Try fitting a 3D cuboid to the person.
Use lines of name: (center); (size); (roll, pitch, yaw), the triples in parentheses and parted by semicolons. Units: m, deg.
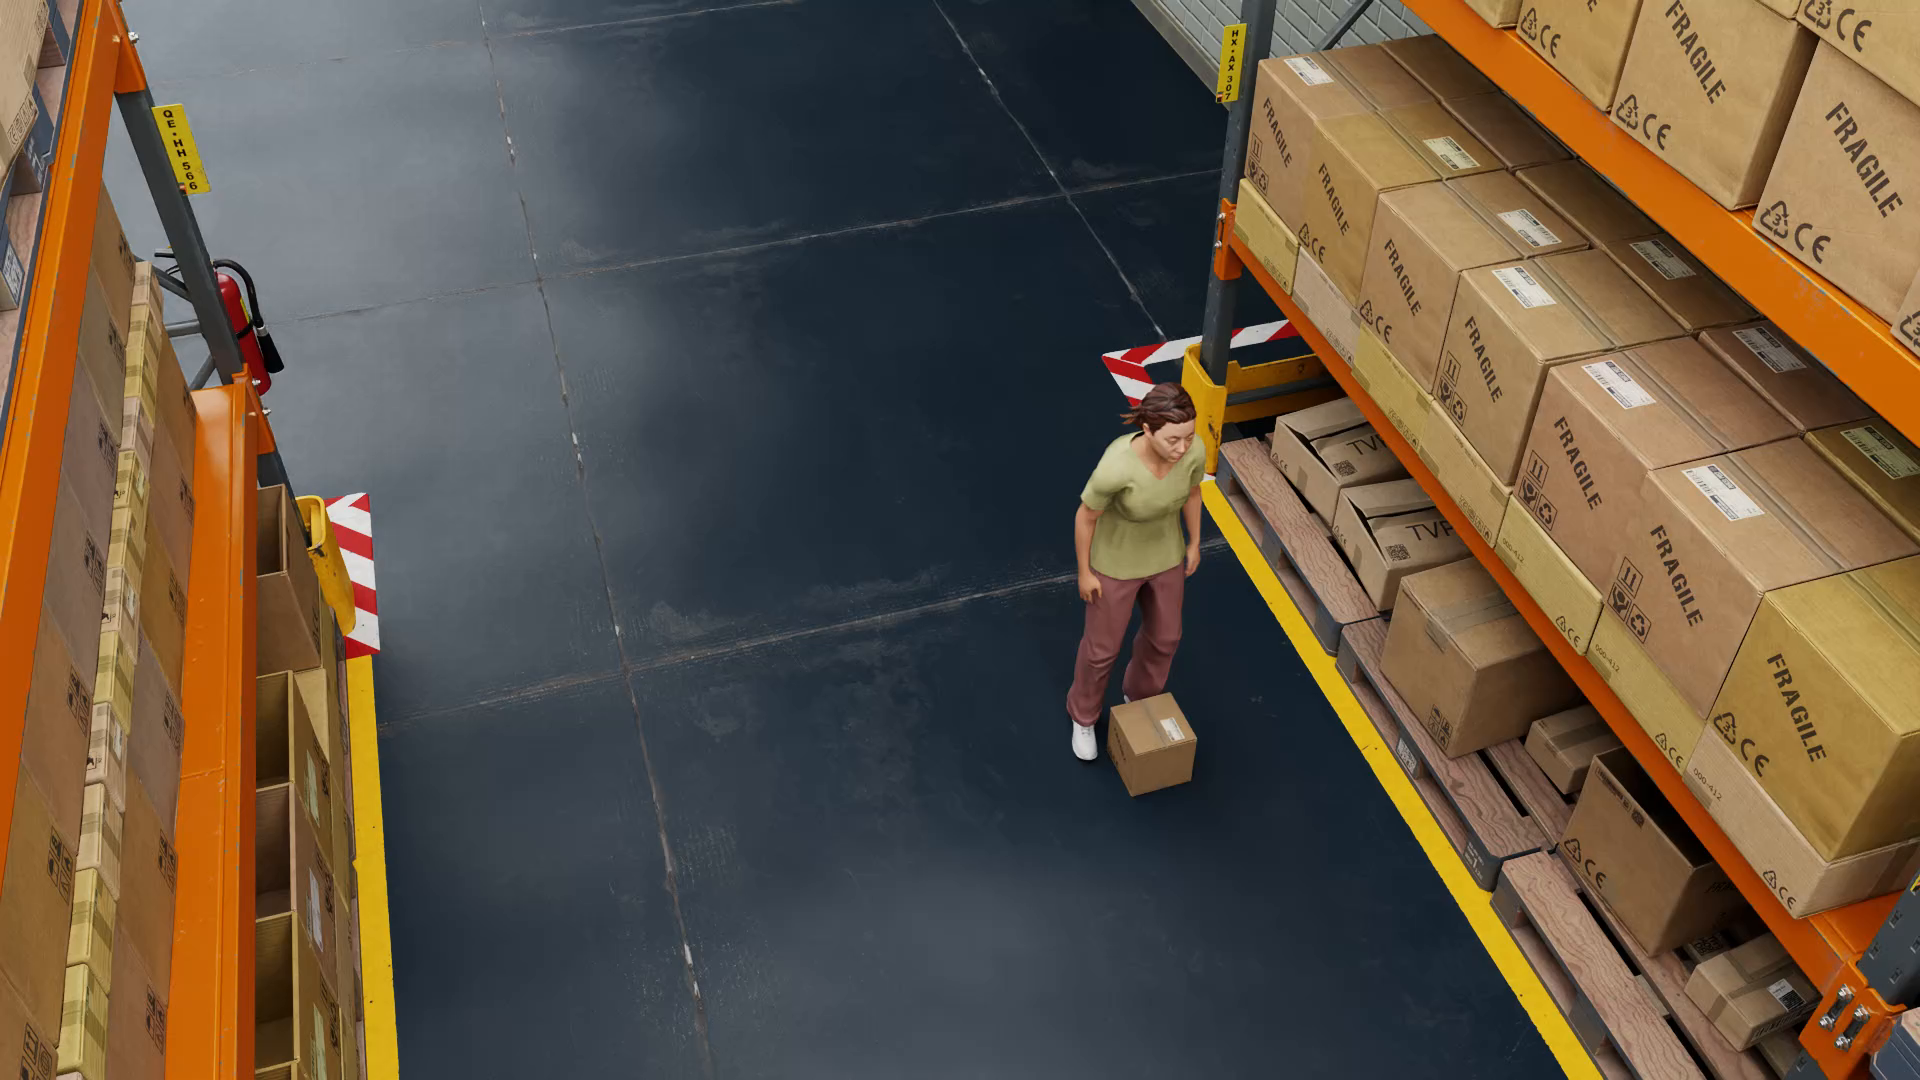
person: (0.655, 0.098, 6.055); (0.520, 1.671, 0.366); (-15, 44, -15)
